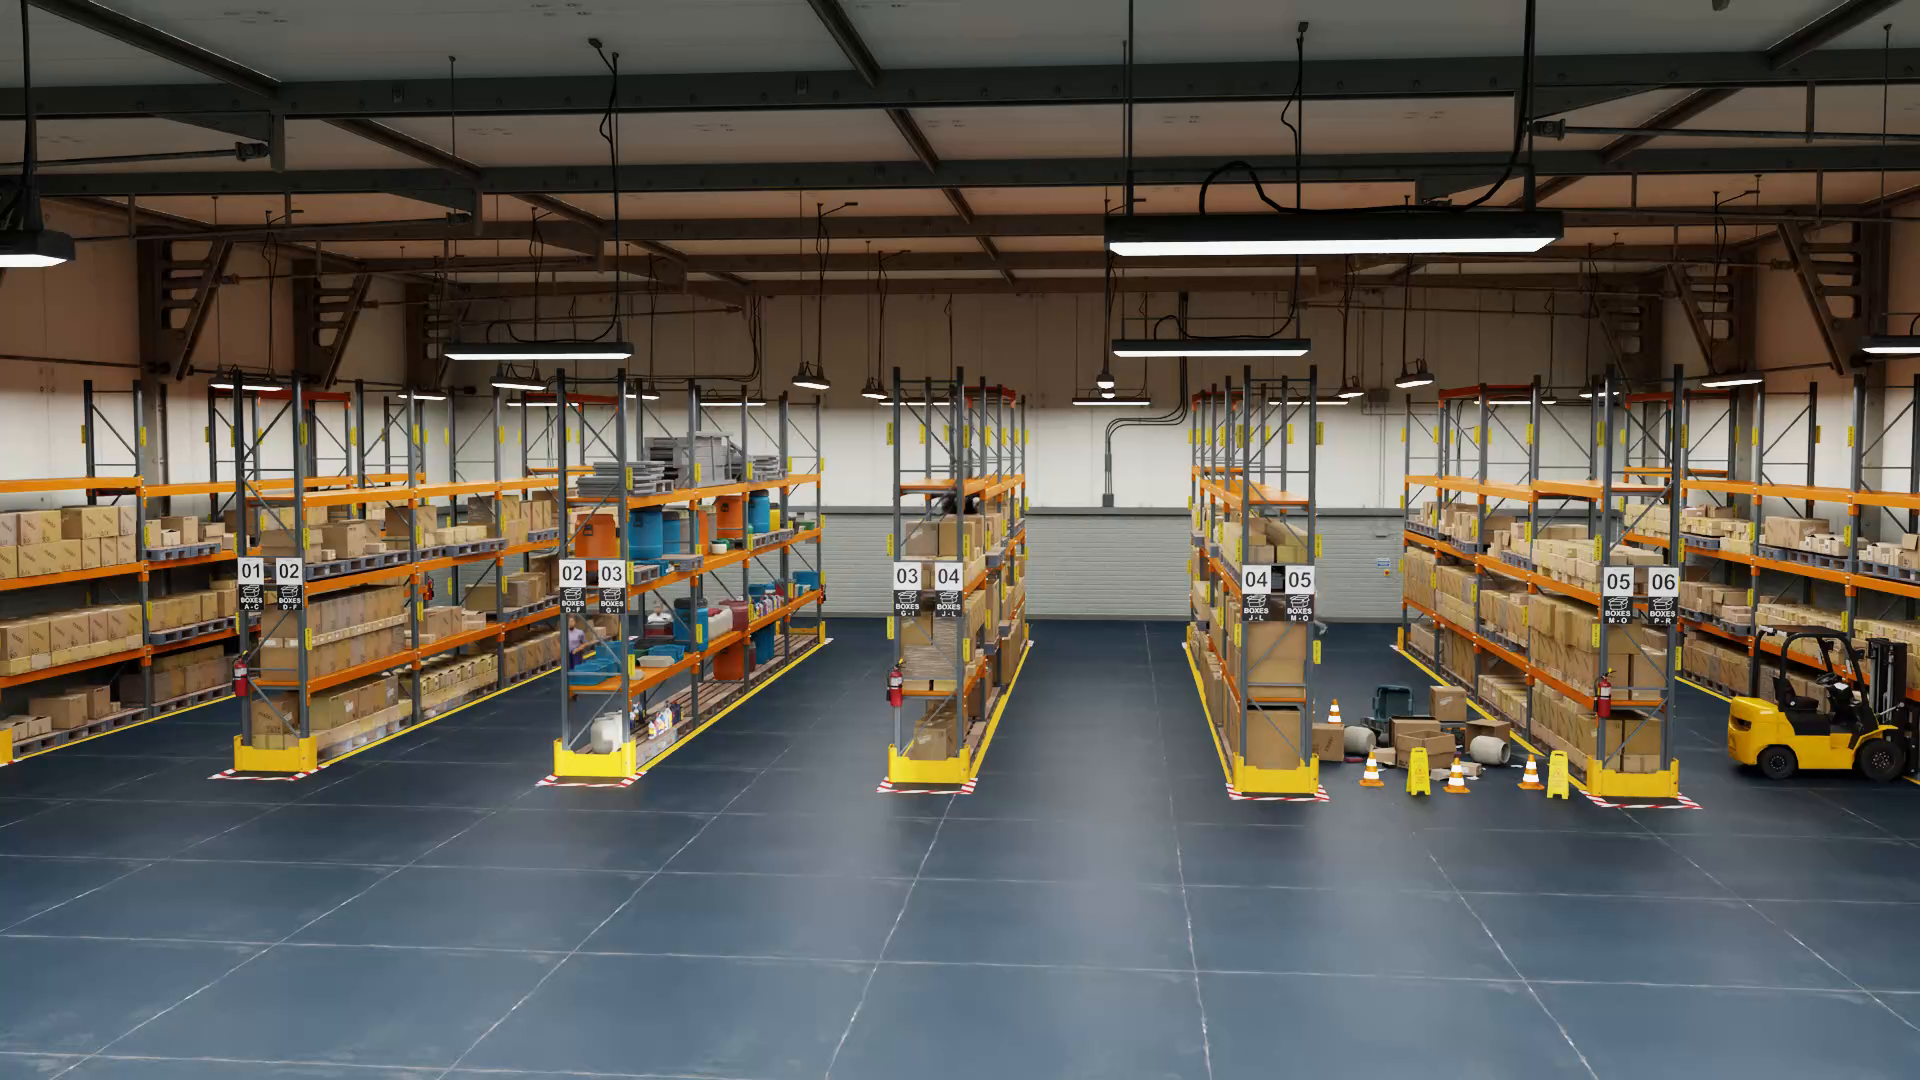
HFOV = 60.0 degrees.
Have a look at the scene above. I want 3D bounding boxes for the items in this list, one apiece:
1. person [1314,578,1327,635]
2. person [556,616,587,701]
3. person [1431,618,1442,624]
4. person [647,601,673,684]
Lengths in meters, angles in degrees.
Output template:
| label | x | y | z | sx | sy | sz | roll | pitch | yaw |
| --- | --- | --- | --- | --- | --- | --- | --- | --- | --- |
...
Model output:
| label | x | y | z | sx | sy | sz | roll | pitch | yaw |
| --- | --- | --- | --- | --- | --- | --- | --- | --- | --- |
| person | 8.690 | 1.681 | 40.934 | 0.710 | 1.592 | 0.533 | 0 | 4 | 2 |
| person | -7.361 | 2.250 | 31.446 | 0.601 | 1.608 | 0.539 | 0 | 4 | -7 |
| person | 11.623 | 1.668 | 40.097 | 0.542 | 1.708 | 0.746 | 3 | 4 | 37 |
| person | -6.137 | 2.058 | 34.052 | 0.605 | 1.668 | 0.841 | 0 | 4 | 0 |
